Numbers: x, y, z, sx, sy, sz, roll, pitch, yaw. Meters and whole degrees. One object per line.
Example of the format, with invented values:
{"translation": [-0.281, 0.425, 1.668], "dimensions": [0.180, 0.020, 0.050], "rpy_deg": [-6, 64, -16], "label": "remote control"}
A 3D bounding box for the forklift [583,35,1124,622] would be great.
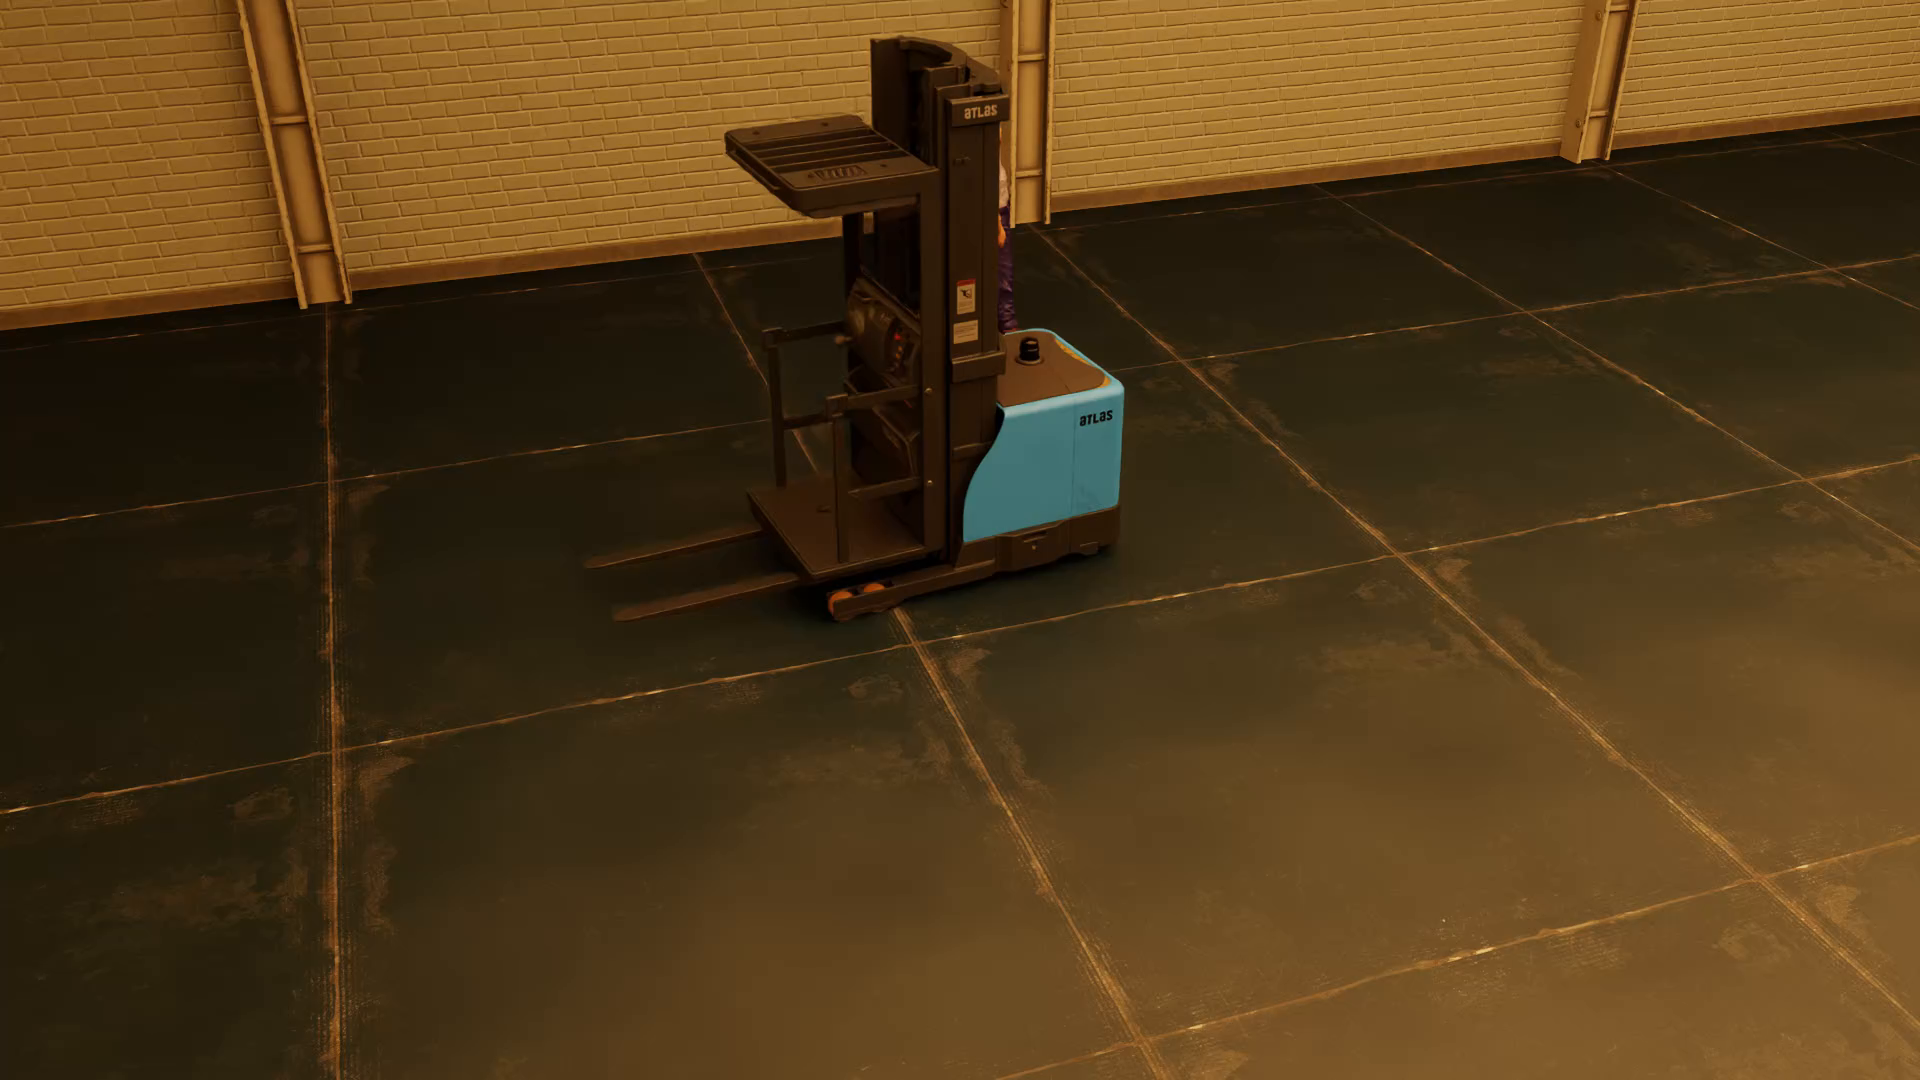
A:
{"translation": [-0.610, -1.118, 9.031], "dimensions": [3.031, 2.935, 1.130], "rpy_deg": [-13, 32, -22], "label": "forklift"}

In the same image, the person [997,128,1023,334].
{"translation": [0.320, -2.356, 12.456], "dimensions": [0.503, 1.651, 0.597], "rpy_deg": [-2, 30, -3], "label": "person"}
